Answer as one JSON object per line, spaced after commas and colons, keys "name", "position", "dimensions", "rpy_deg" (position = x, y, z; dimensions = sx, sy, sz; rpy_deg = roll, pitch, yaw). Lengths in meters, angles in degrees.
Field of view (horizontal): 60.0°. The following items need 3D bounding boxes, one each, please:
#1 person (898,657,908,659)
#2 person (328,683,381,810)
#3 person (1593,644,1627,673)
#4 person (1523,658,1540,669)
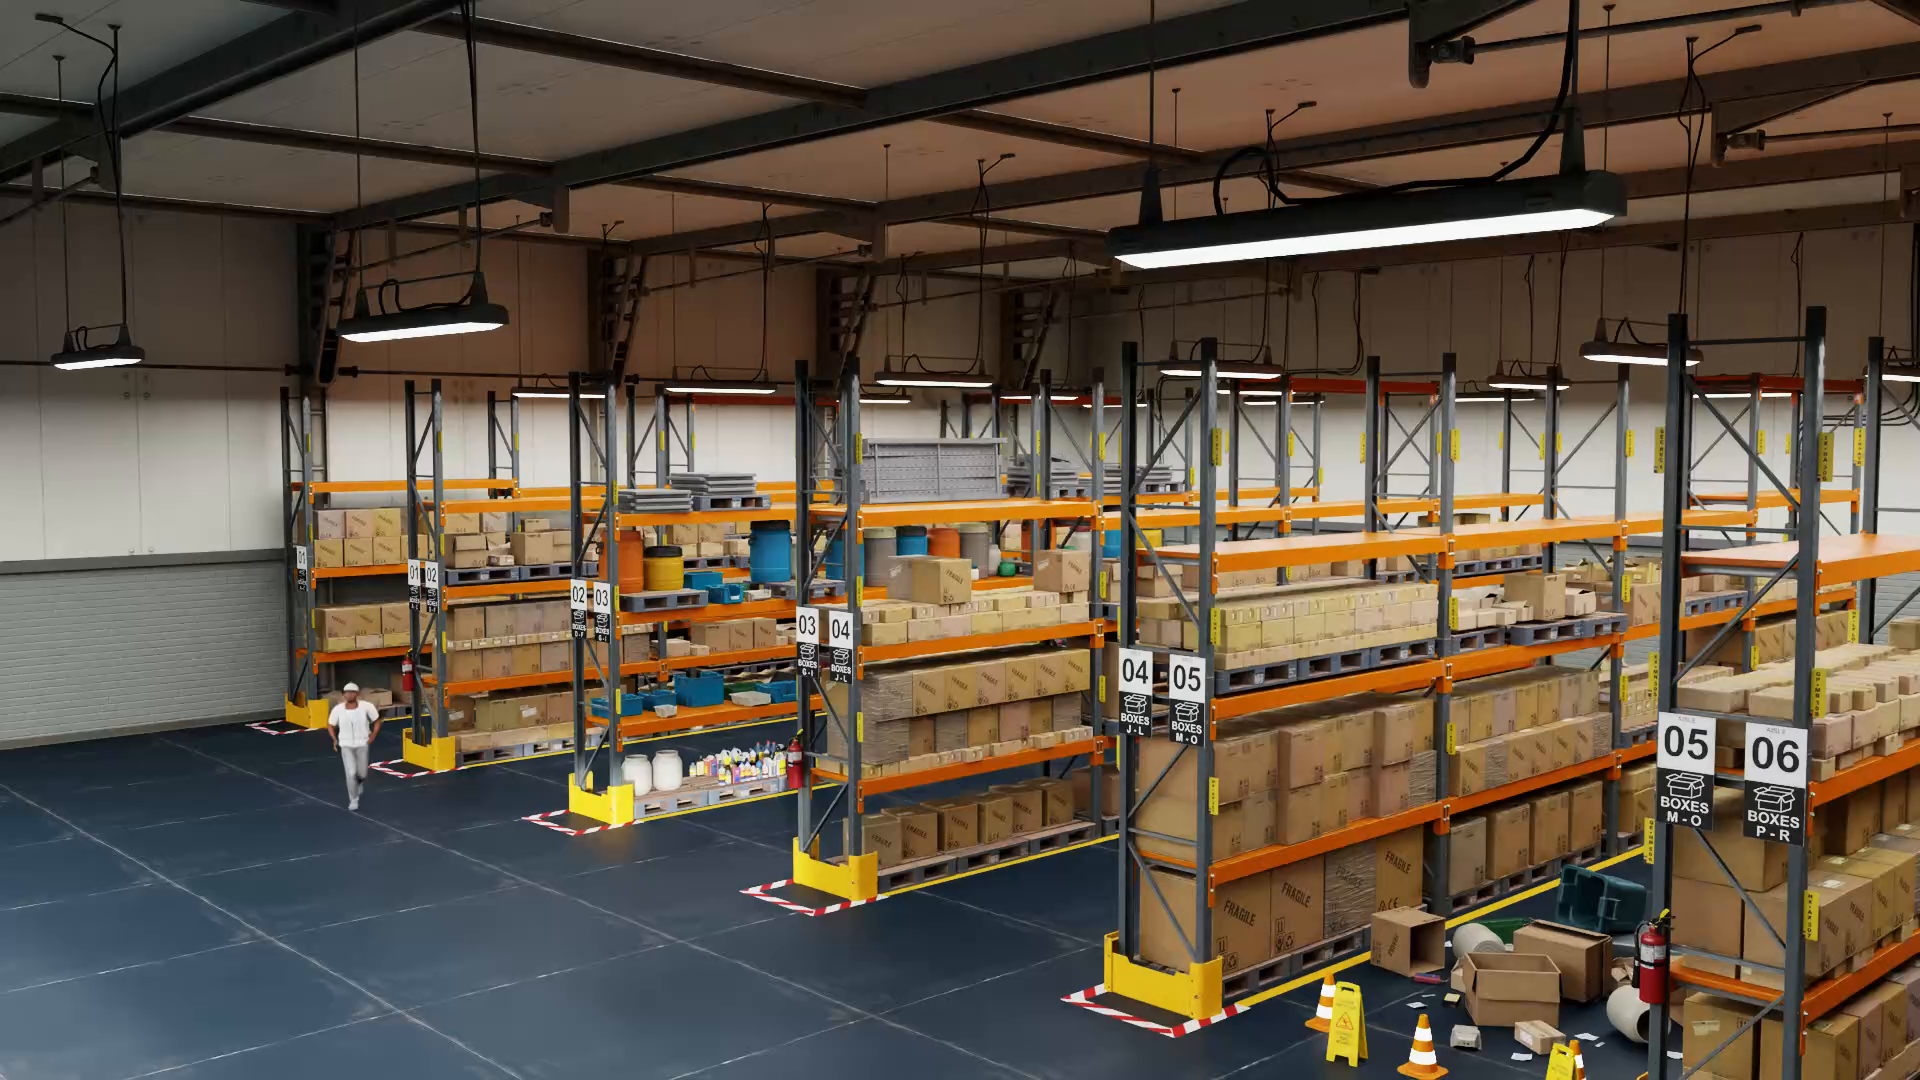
{"name": "person", "position": [-0.910, 2.516, 28.543], "dimensions": [0.846, 1.657, 0.632], "rpy_deg": [-3, 5, -41]}
{"name": "person", "position": [-8.388, 2.834, 23.038], "dimensions": [0.694, 1.736, 0.640], "rpy_deg": [-1, 4, -17]}
{"name": "person", "position": [11.067, 2.553, 28.331], "dimensions": [0.619, 1.621, 0.791], "rpy_deg": [1, 4, 20]}
{"name": "person", "position": [9.129, 2.638, 26.325], "dimensions": [0.669, 1.731, 0.909], "rpy_deg": [3, 5, 41]}
